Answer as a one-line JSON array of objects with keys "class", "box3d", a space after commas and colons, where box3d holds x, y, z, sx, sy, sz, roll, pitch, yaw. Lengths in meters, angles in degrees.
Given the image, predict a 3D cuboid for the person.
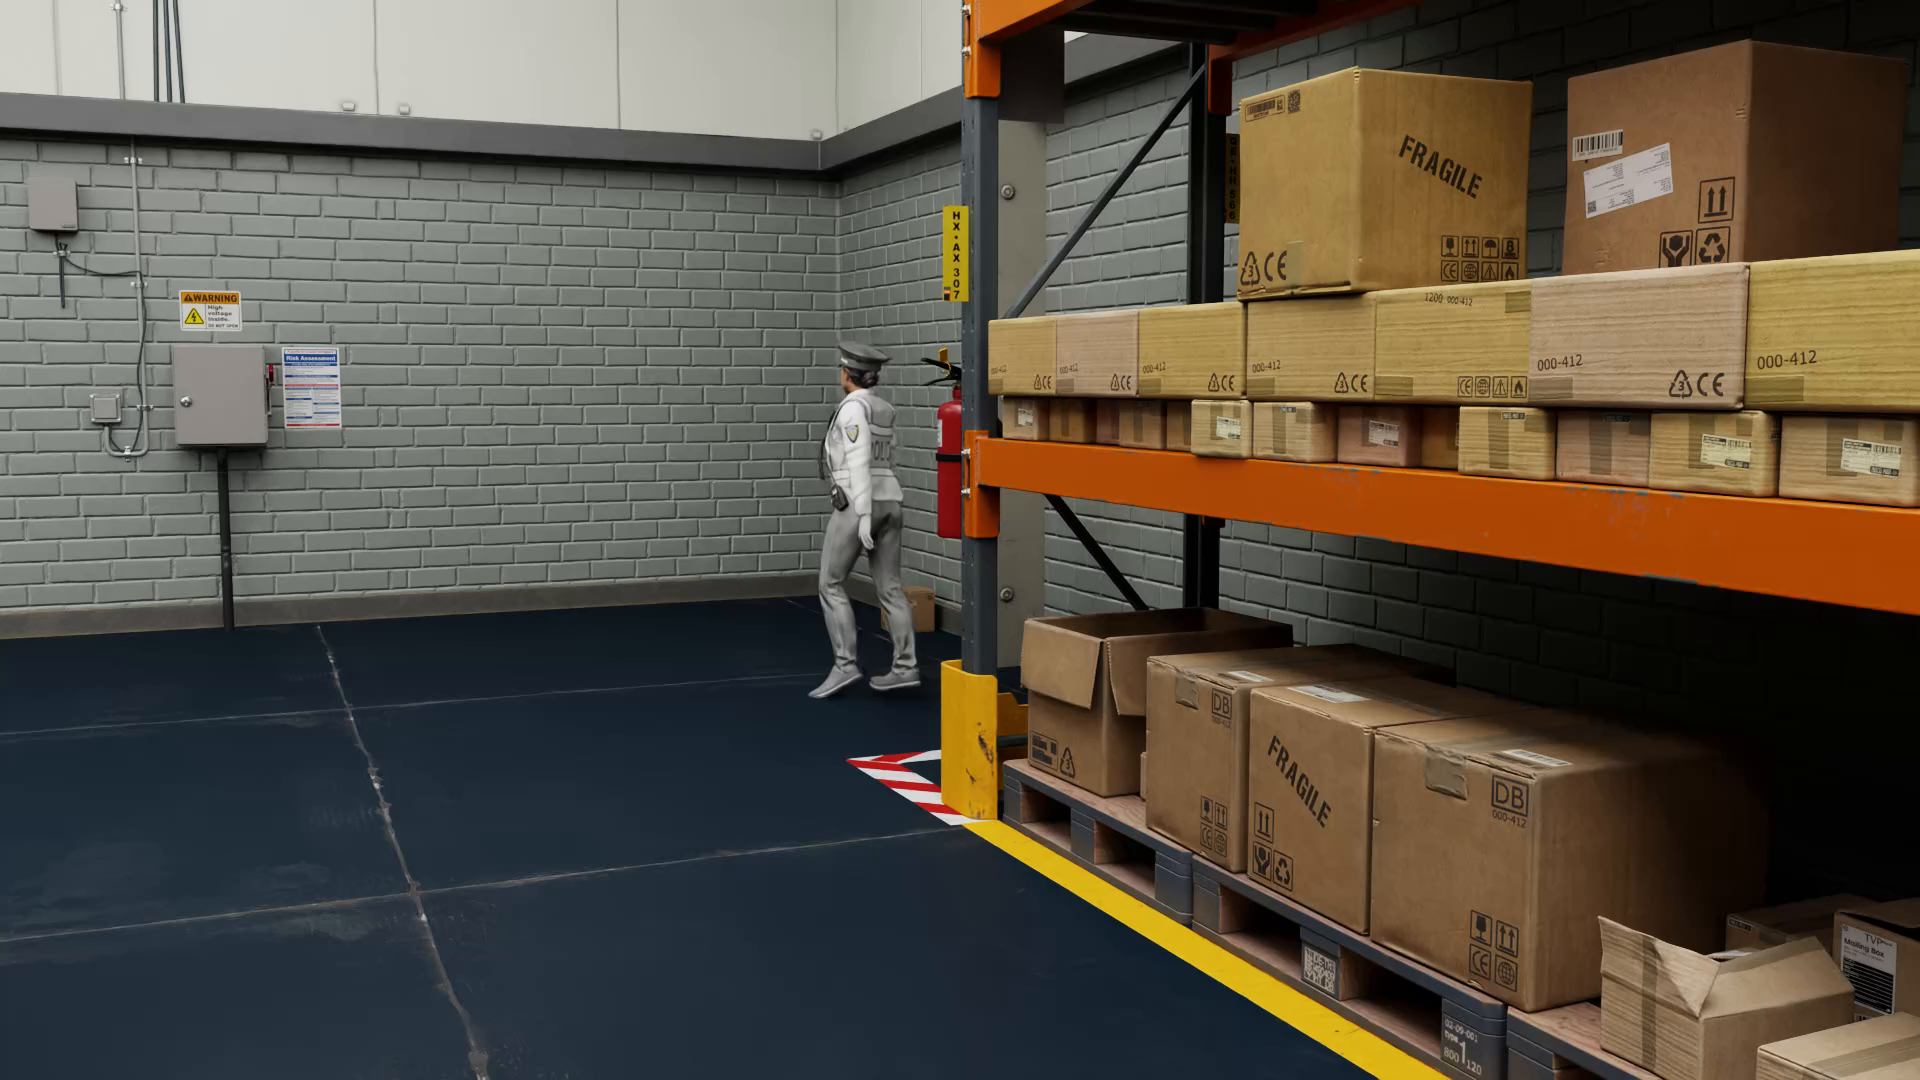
[{"class": "person", "box3d": [-0.384, -0.086, 7.910, 0.528, 1.723, 0.529, 4, 7, 35]}]
